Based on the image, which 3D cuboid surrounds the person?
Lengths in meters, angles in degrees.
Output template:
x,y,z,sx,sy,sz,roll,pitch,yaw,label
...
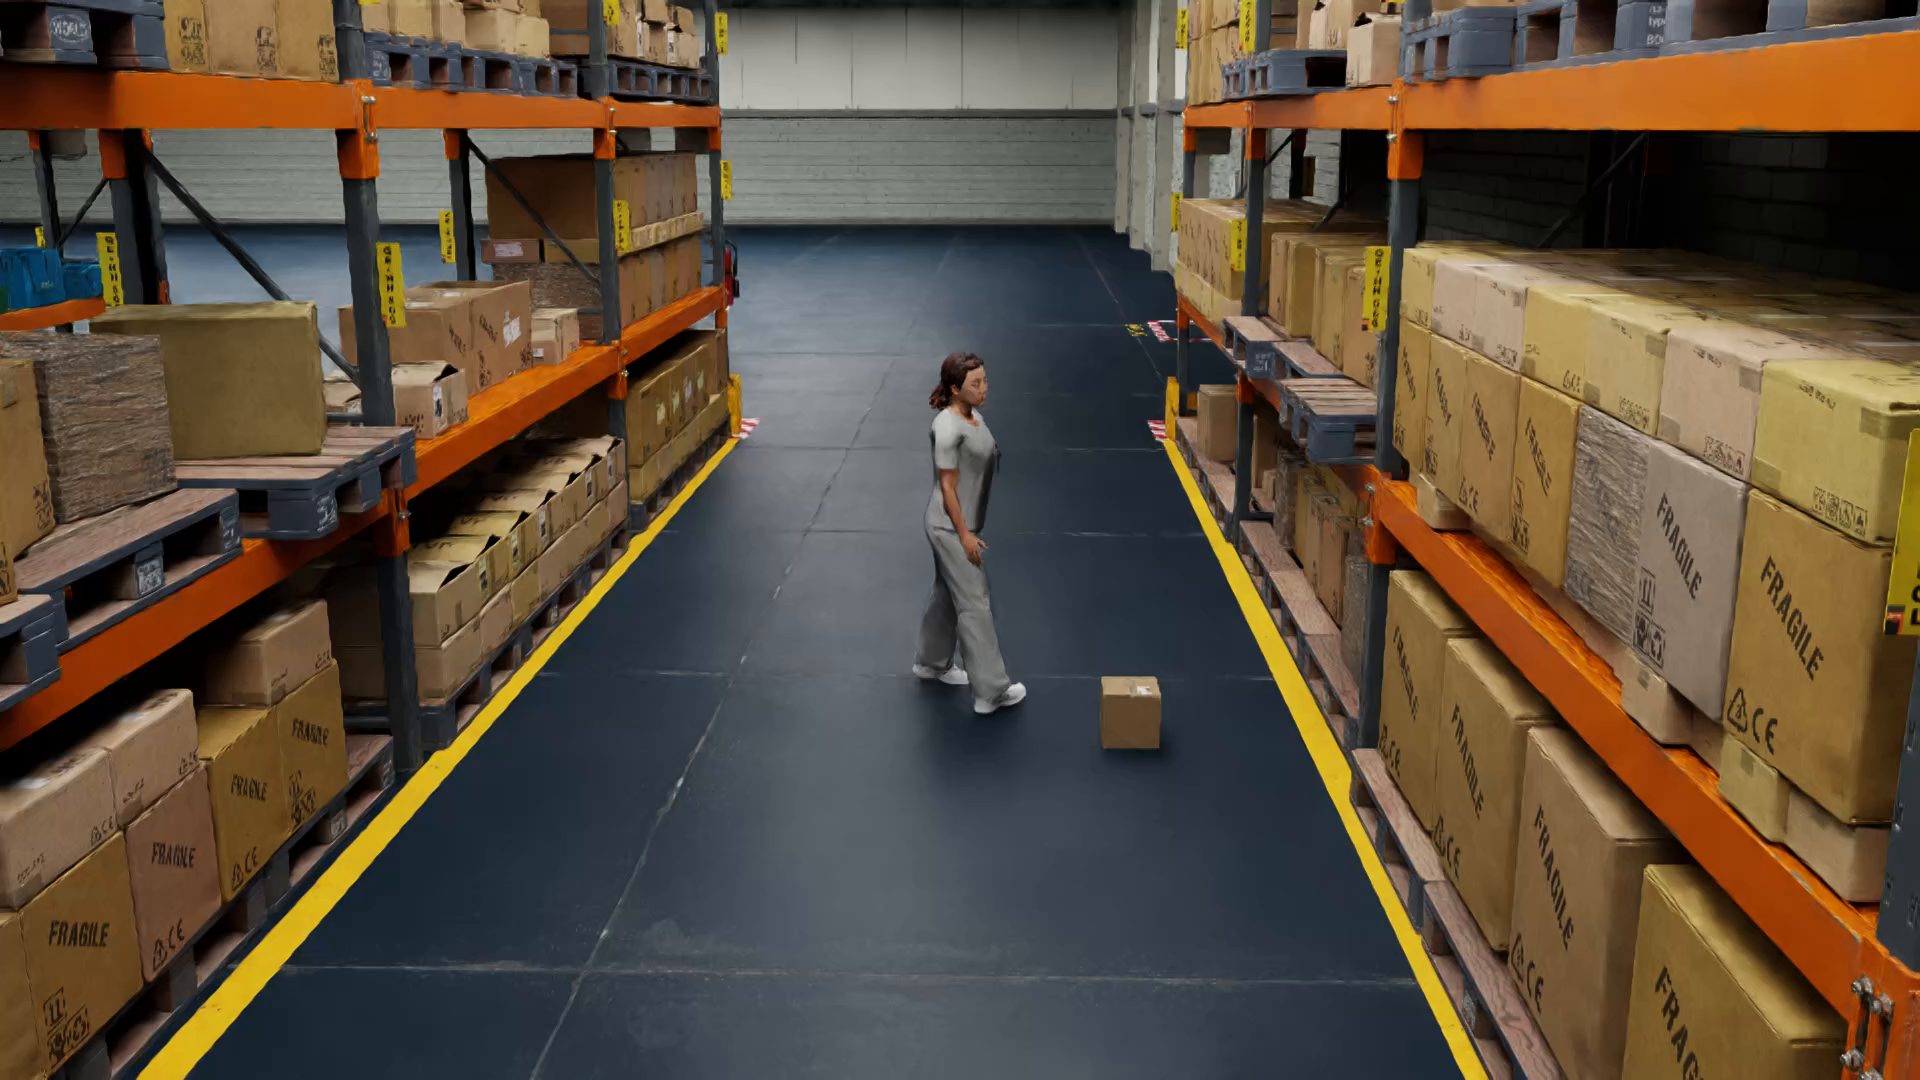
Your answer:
x,y,z,sx,sy,sz,roll,pitch,yaw,label
0.019,-0.053,7.751,0.618,1.671,0.536,3,14,13,person
